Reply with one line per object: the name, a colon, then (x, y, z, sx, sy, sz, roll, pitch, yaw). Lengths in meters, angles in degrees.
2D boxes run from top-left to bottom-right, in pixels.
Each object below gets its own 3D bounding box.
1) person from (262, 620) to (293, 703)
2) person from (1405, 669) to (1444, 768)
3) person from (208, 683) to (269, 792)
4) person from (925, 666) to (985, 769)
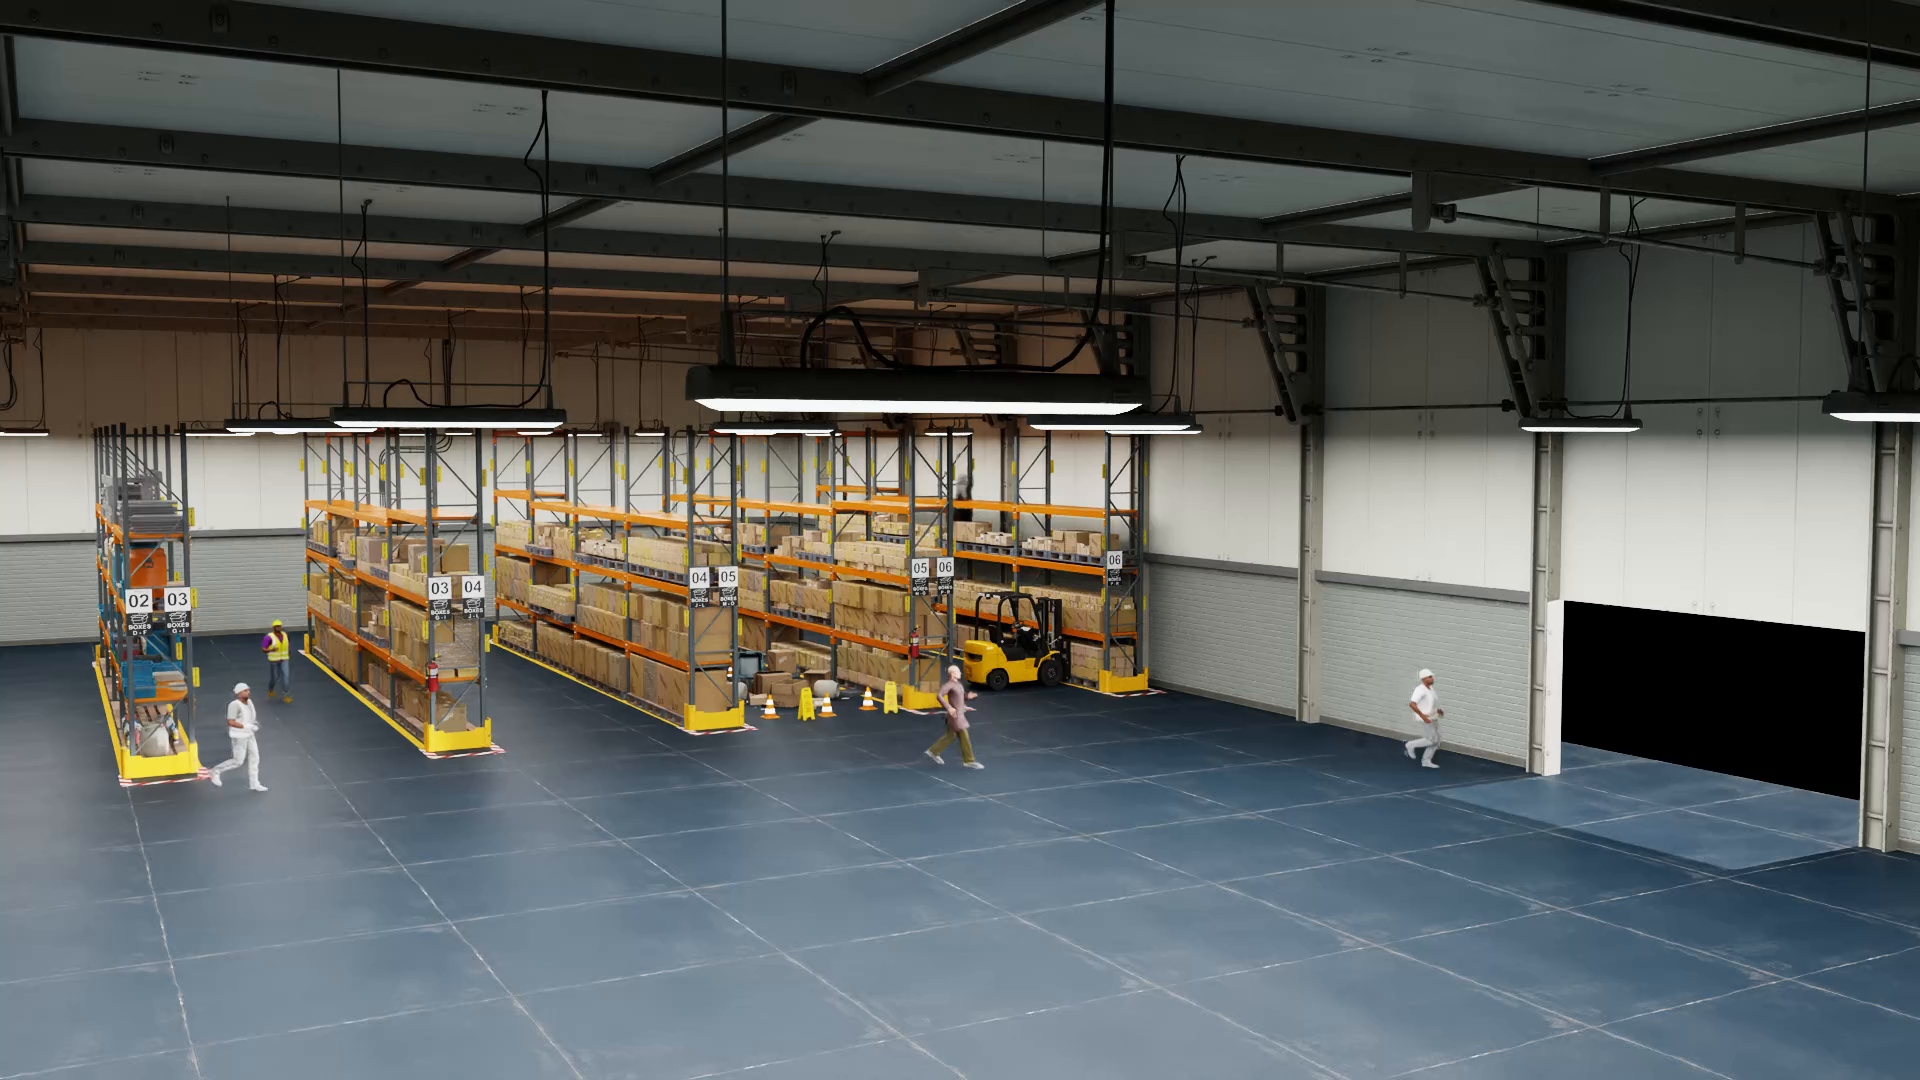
person: (-14.819, 2.623, 36.146, 0.692, 1.771, 0.962, -3, 5, -43)
person: (8.106, 3.109, 29.013, 0.584, 1.721, 0.702, 3, 4, 37)
person: (-11.714, 3.207, 27.032, 0.923, 1.782, 0.692, 0, 3, 4)
person: (-0.091, 3.156, 28.813, 1.054, 1.578, 0.697, 0, 3, 6)
